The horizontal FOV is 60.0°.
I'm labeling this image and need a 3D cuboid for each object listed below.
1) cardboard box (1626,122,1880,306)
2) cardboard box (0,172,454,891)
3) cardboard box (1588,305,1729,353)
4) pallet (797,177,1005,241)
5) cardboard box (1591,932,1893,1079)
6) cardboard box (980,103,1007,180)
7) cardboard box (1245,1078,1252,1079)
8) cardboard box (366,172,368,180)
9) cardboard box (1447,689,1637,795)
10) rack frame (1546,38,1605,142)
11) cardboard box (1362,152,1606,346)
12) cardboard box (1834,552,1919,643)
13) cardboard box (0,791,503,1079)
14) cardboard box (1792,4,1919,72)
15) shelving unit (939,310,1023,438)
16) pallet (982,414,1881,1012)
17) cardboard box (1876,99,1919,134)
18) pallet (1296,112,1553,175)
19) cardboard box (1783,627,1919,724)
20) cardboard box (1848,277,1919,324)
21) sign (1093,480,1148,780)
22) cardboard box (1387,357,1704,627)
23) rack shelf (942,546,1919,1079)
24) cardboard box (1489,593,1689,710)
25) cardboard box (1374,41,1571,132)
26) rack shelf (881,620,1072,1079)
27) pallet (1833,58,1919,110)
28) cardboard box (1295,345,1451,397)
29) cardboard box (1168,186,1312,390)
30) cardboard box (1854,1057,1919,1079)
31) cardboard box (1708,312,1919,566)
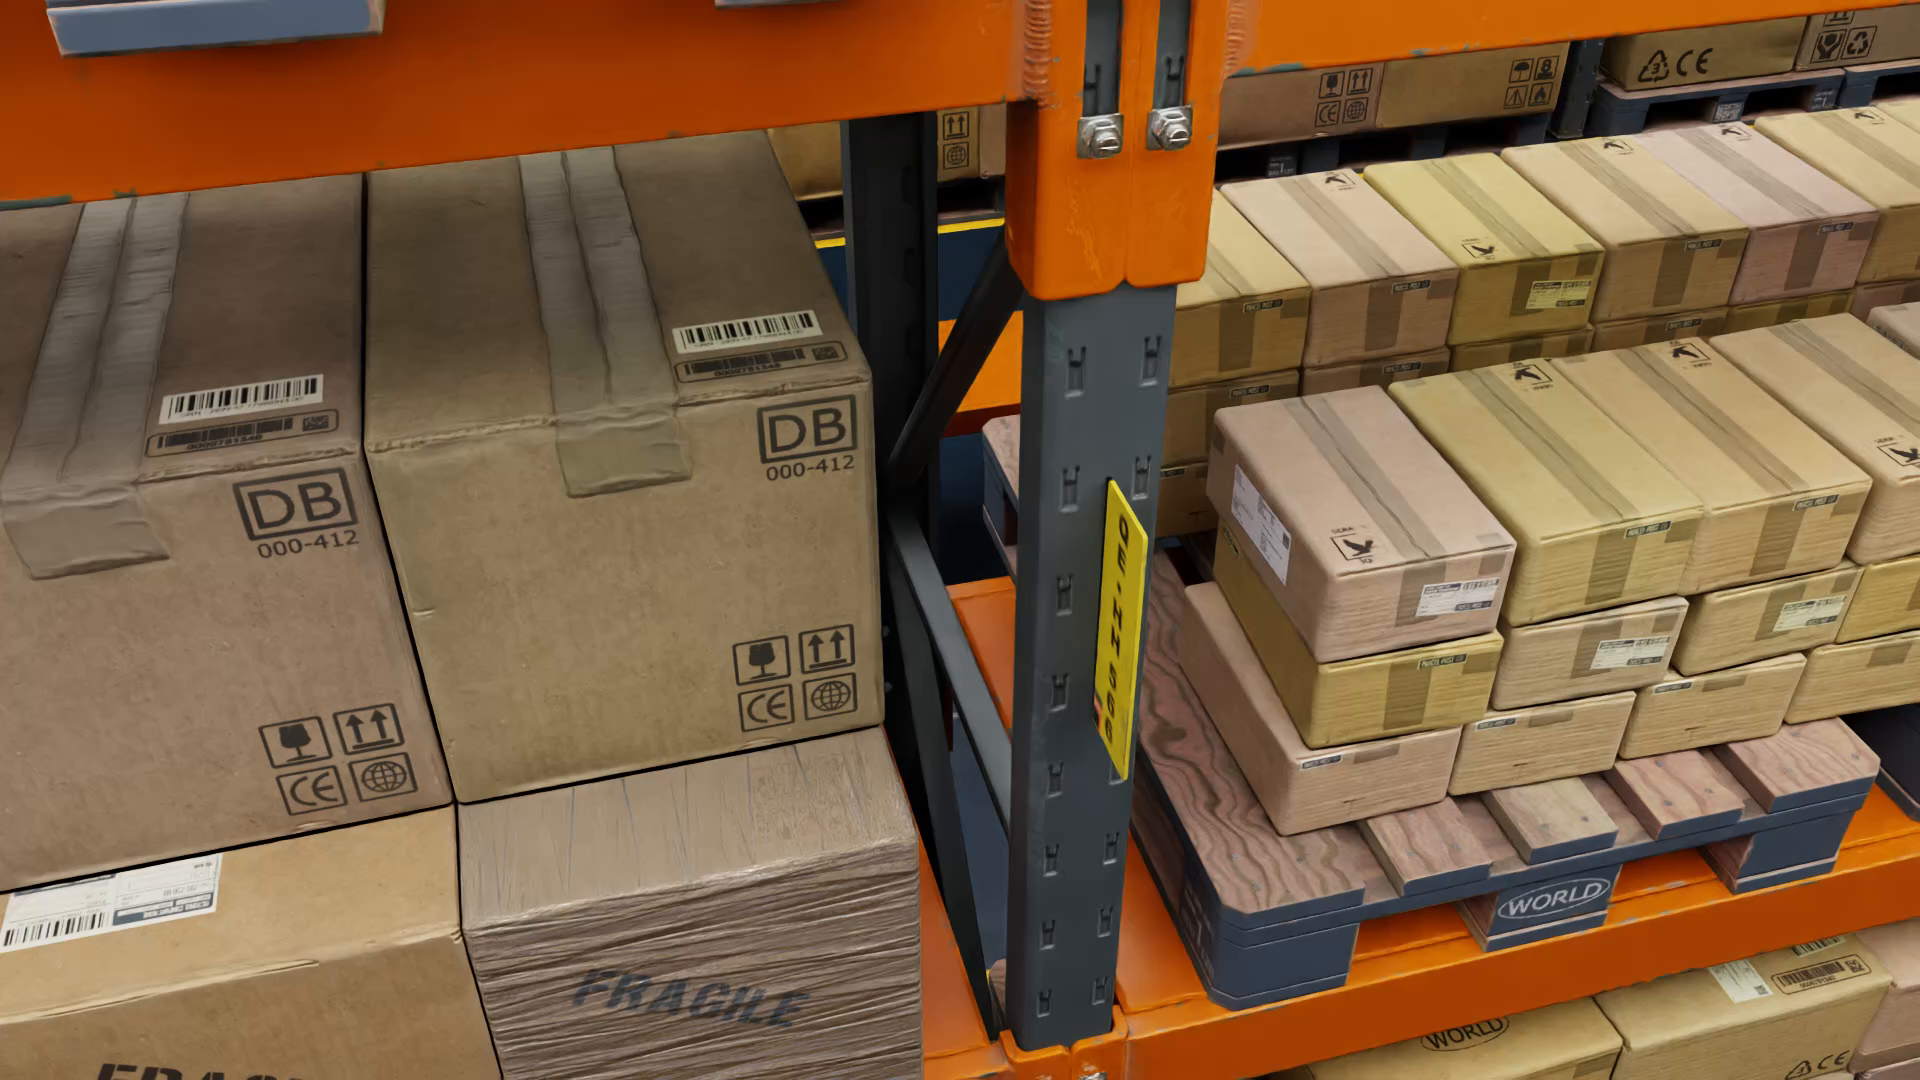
[{"bbox_3d":[1.355,-0.576,2.906,0.250,0.149,0.380,-9,38,-12],"label":"cardboard box"},{"bbox_3d":[-0.910,-0.058,1.952,0.500,0.500,0.700,-10,39,-13],"label":"cardboard box"},{"bbox_3d":[1.124,-0.424,2.951,0.250,0.149,0.380,-9,38,-12],"label":"cardboard box"},{"bbox_3d":[-0.401,-1.666,7.254,1.213,0.211,1.003,-9,38,-12],"label":"pallet"},{"bbox_3d":[1.232,0.713,2.943,0.500,0.250,0.500,-10,38,-12],"label":"cardboard box"},{"bbox_3d":[0.353,-2.249,7.125,0.875,0.875,1.225,-9,38,-12],"label":"cardboard box"},{"bbox_3d":[0.763,1.096,3.060,0.500,0.500,0.500,-11,39,-14],"label":"cardboard box"},{"bbox_3d":[-2.355,-1.661,6.648,0.500,0.500,0.700,-12,39,-16],"label":"cardboard box"},{"bbox_3d":[0.758,0.171,2.419,0.250,0.149,0.380,-8,38,-10],"label":"cardboard box"},{"bbox_3d":[2.680,-3.326,7.130,0.127,3.000,1.000,-9,38,-12],"label":"rack frame"},{"bbox_3d":[0.863,-0.497,2.803,0.250,0.149,0.380,-8,38,-11],"label":"cardboard box"},{"bbox_3d":[1.294,-0.040,2.450,0.250,0.149,0.380,-9,38,-12],"label":"cardboard box"},{"bbox_3d":[-0.833,0.500,2.045,0.500,0.500,0.500,-9,38,-12],"label":"cardboard box"},{"bbox_3d":[4.207,-2.849,7.909,0.875,0.875,0.875,-9,38,-12],"label":"cardboard box"},{"bbox_3d":[-0.074,-0.584,4.779,1.083,1.500,0.587,-9,38,-12],"label":"shelving unit"},{"bbox_3d":[0.674,0.133,2.765,1.003,0.211,1.213,-9,38,-12],"label":"pallet"},{"bbox_3d":[1.868,-0.662,3.017,0.250,0.149,0.380,-8,38,-11],"label":"cardboard box"},{"bbox_3d":[1.955,-2.052,7.759,1.213,0.211,1.003,-9,38,-12],"label":"pallet"},{"bbox_3d":[1.278,0.084,2.532,0.250,0.149,0.380,-8,38,-10],"label":"cardboard box"},{"bbox_3d":[1.617,-0.503,3.056,0.250,0.149,0.380,-8,38,-11],"label":"cardboard box"},{"bbox_3d":[0.162,0.098,1.700,0.005,0.325,0.100,-9,38,-12],"label":"sign"},{"bbox_3d":[0.769,-0.074,2.250,0.250,0.149,0.380,-10,39,-13],"label":"cardboard box"},{"bbox_3d":[1.945,0.202,3.110,4.000,0.370,1.077,-9,38,-12],"label":"rack shelf"},{"bbox_3d":[0.794,0.044,2.339,0.250,0.149,0.380,-8,38,-10],"label":"cardboard box"},{"bbox_3d":[2.067,-2.536,7.500,0.875,0.875,1.225,-9,38,-12],"label":"cardboard box"},{"bbox_3d":[-1.917,0.835,2.282,4.000,0.370,1.077,-9,38,-12],"label":"rack shelf"},{"bbox_3d":[4.615,-2.489,8.330,1.213,0.211,1.003,-9,38,-12],"label":"pallet"},{"bbox_3d":[0.629,-0.341,2.843,0.250,0.149,0.380,-8,38,-10],"label":"cardboard box"},{"bbox_3d":[0.368,-0.417,2.698,0.250,0.149,0.380,-11,39,-14],"label":"cardboard box"},{"bbox_3d":[1.742,0.930,3.277,0.500,0.500,0.500,-10,39,-13],"label":"cardboard box"},{"bbox_3d":[1.263,-0.152,2.352,0.250,0.149,0.380,-11,39,-14],"label":"cardboard box"}]
